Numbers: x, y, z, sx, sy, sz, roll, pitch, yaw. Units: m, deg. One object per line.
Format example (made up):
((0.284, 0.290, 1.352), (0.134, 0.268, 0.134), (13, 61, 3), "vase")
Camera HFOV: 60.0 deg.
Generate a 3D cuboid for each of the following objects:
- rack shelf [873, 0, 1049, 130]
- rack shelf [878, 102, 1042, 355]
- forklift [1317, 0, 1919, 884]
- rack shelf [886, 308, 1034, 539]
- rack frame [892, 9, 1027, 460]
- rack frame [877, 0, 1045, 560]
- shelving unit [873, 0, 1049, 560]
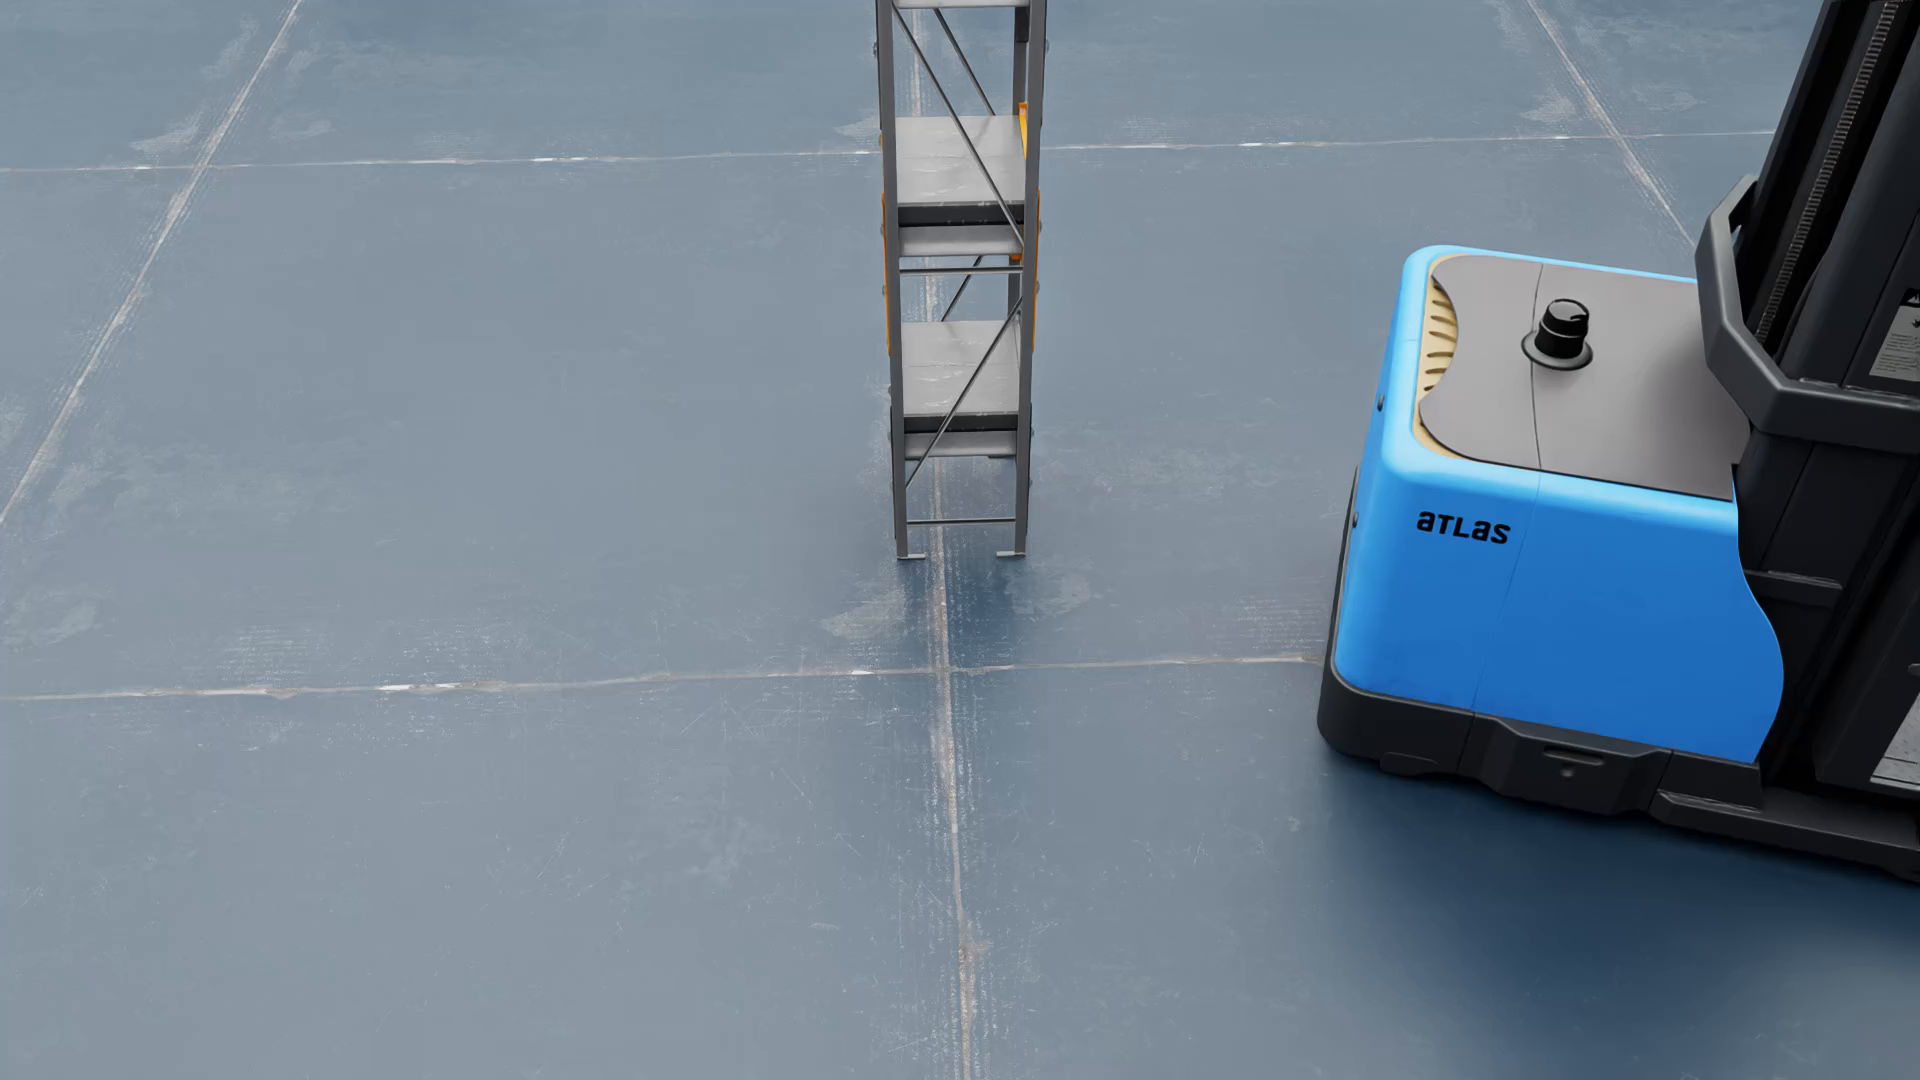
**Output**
((-0.007, -1.392, 4.199), (0.431, 0.518, 0.480), (-2, 43, -2), "rack shelf")
((-0.007, -0.876, 4.672), (0.431, 0.518, 0.480), (-2, 43, -2), "rack shelf")
((2.560, -0.543, 3.673), (3.031, 2.935, 1.130), (10, 43, 11), "forklift")
((-0.007, -0.360, 5.145), (0.431, 0.518, 0.480), (-2, 43, -2), "rack shelf")
((-0.017, -1.051, 4.842), (0.400, 2.100, 0.015), (-2, 43, -2), "rack frame")
((0.003, -0.721, 4.483), (0.400, 2.100, 0.015), (-2, 43, -2), "rack frame")
((-0.007, -0.886, 4.662), (0.431, 2.100, 0.503), (-2, 43, -2), "shelving unit")
